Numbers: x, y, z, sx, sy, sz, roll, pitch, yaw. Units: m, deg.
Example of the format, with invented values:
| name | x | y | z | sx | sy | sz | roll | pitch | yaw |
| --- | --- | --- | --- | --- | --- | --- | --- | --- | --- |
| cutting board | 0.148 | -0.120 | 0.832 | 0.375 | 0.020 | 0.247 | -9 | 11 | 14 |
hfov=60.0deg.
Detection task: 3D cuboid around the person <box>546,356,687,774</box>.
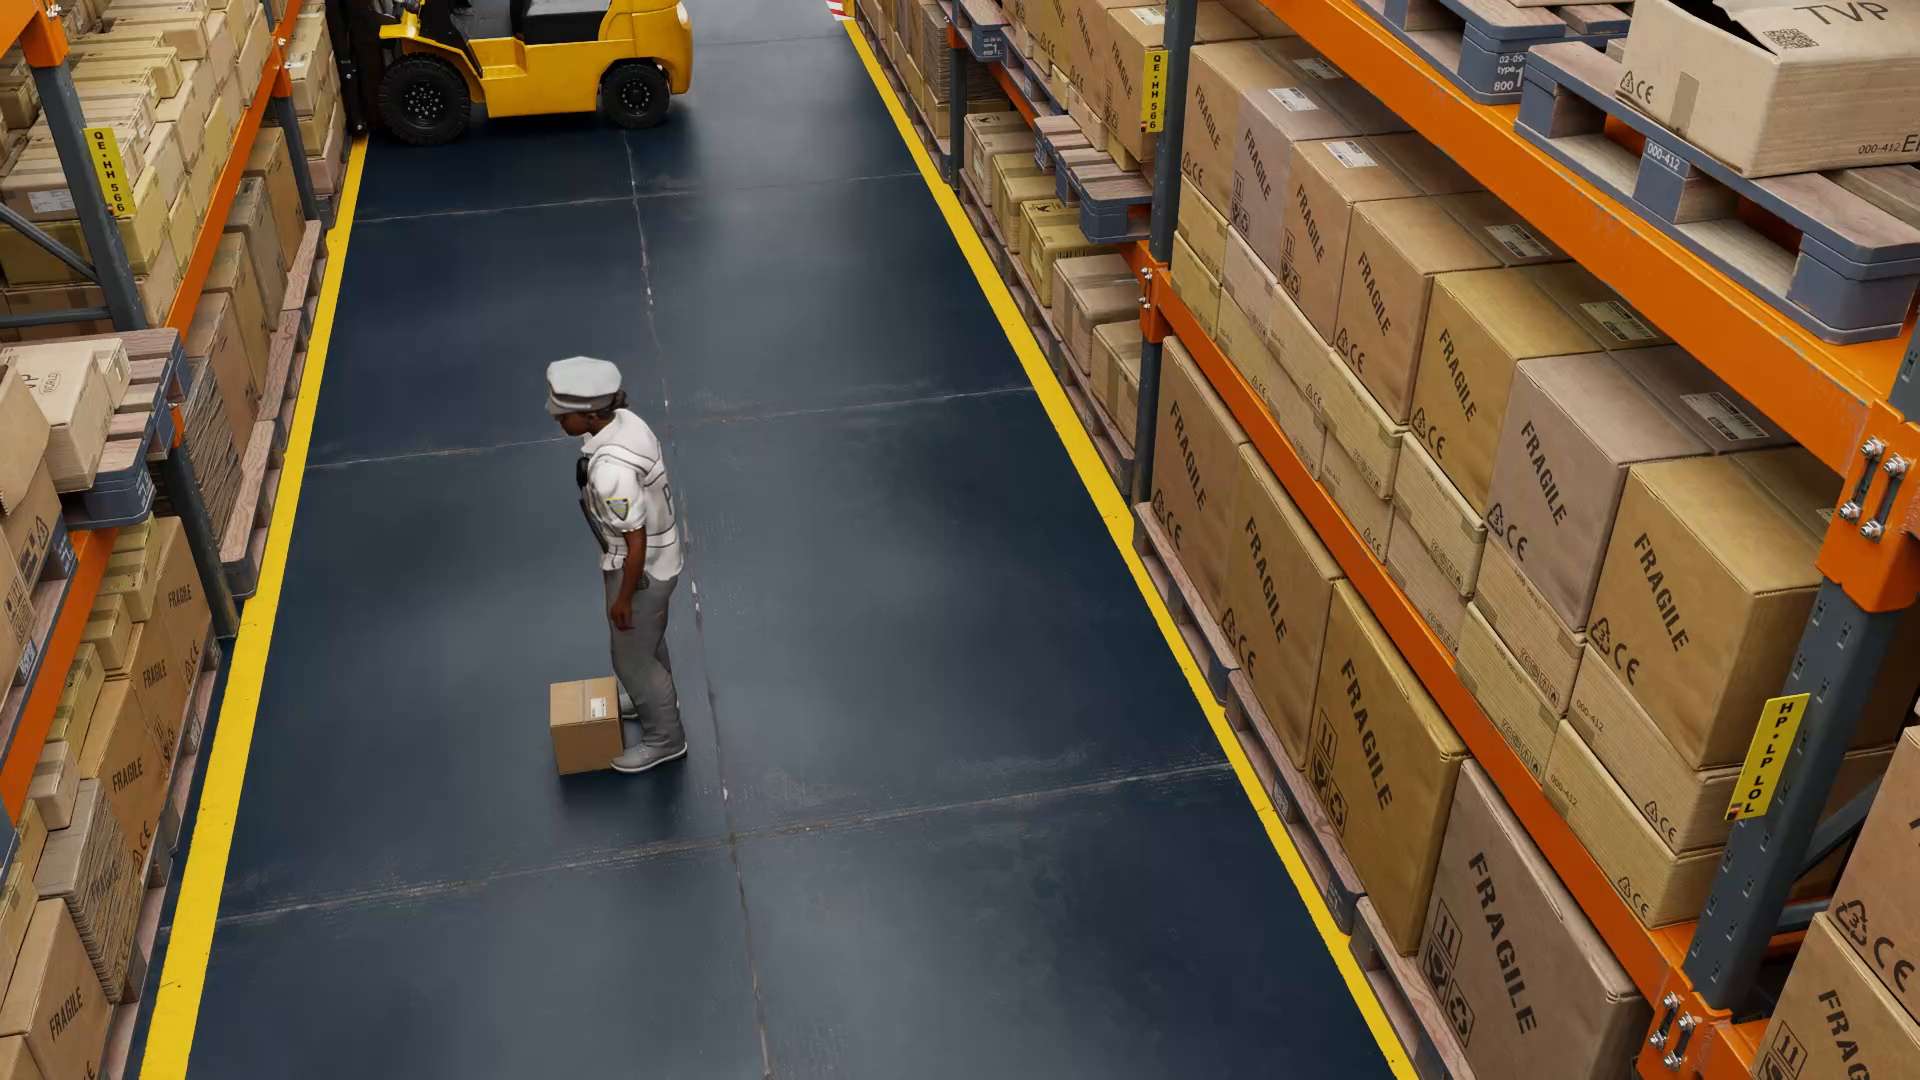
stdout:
| name | x | y | z | sx | sy | sz | roll | pitch | yaw |
| --- | --- | --- | --- | --- | --- | --- | --- | --- | --- |
| person | -1.199 | 0.091 | 6.011 | 0.393 | 1.660 | 0.507 | -7 | 35 | -10 |
